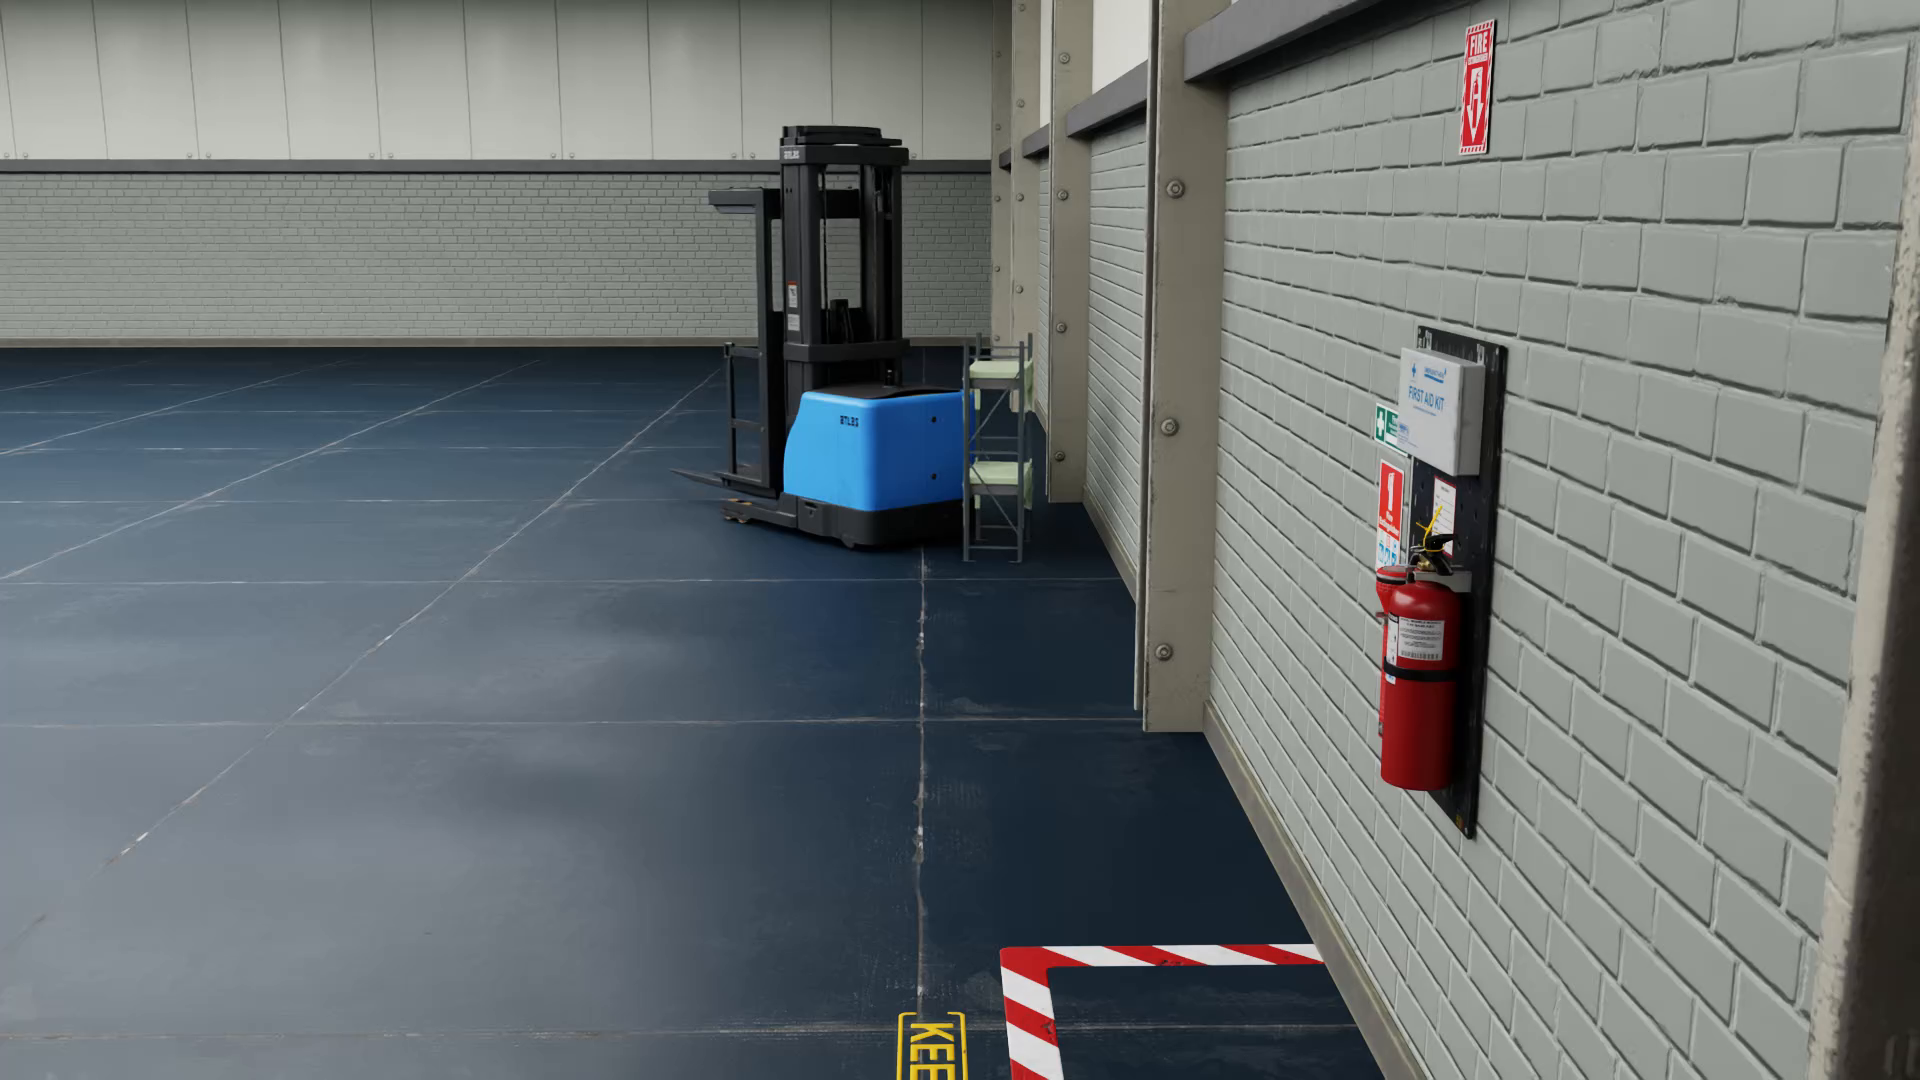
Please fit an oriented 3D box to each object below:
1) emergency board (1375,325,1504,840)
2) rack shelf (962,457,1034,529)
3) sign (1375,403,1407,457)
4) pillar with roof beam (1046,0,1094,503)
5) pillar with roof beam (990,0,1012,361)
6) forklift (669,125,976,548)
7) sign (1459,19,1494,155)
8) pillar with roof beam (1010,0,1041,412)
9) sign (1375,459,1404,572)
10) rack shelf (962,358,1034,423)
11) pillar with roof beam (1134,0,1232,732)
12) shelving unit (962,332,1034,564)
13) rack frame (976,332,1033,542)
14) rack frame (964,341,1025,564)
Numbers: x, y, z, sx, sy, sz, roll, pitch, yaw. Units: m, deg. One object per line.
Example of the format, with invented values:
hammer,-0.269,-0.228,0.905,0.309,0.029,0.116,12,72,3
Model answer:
emergency board,1.113,0.078,4.128,0.194,1.169,0.643,0,11,-1
rack shelf,0.270,-0.334,11.574,0.431,0.370,0.720,1,12,7
sign,1.196,-0.308,4.611,0.001,0.109,0.331,0,11,-1
pillar with roof beam,-3.426,-4.738,12.780,9.100,9.000,0.400,0,11,-1
pillar with roof beam,-3.674,-7.123,24.538,9.100,9.000,0.400,0,11,-1
forklift,-1.194,-1.617,12.657,1.130,2.935,3.031,-9,15,-39
sign,1.213,-1.060,3.908,0.001,0.298,0.199,0,11,-1
pillar with roof beam,-3.550,-5.931,18.659,9.100,9.000,0.400,0,11,-1
sign,1.205,-0.049,4.669,0.001,0.329,0.234,0,11,-1
rack shelf,0.270,-1.036,11.431,0.431,0.370,0.720,1,12,7
pillar with roof beam,-3.302,-3.545,6.901,9.100,9.000,0.400,0,11,-1
shelving unit,0.270,-0.654,11.509,0.431,1.500,0.755,1,12,7
rack frame,0.313,-0.726,11.865,0.400,1.500,0.023,1,12,7
rack frame,0.227,-0.581,11.153,0.400,1.500,0.023,1,12,7
